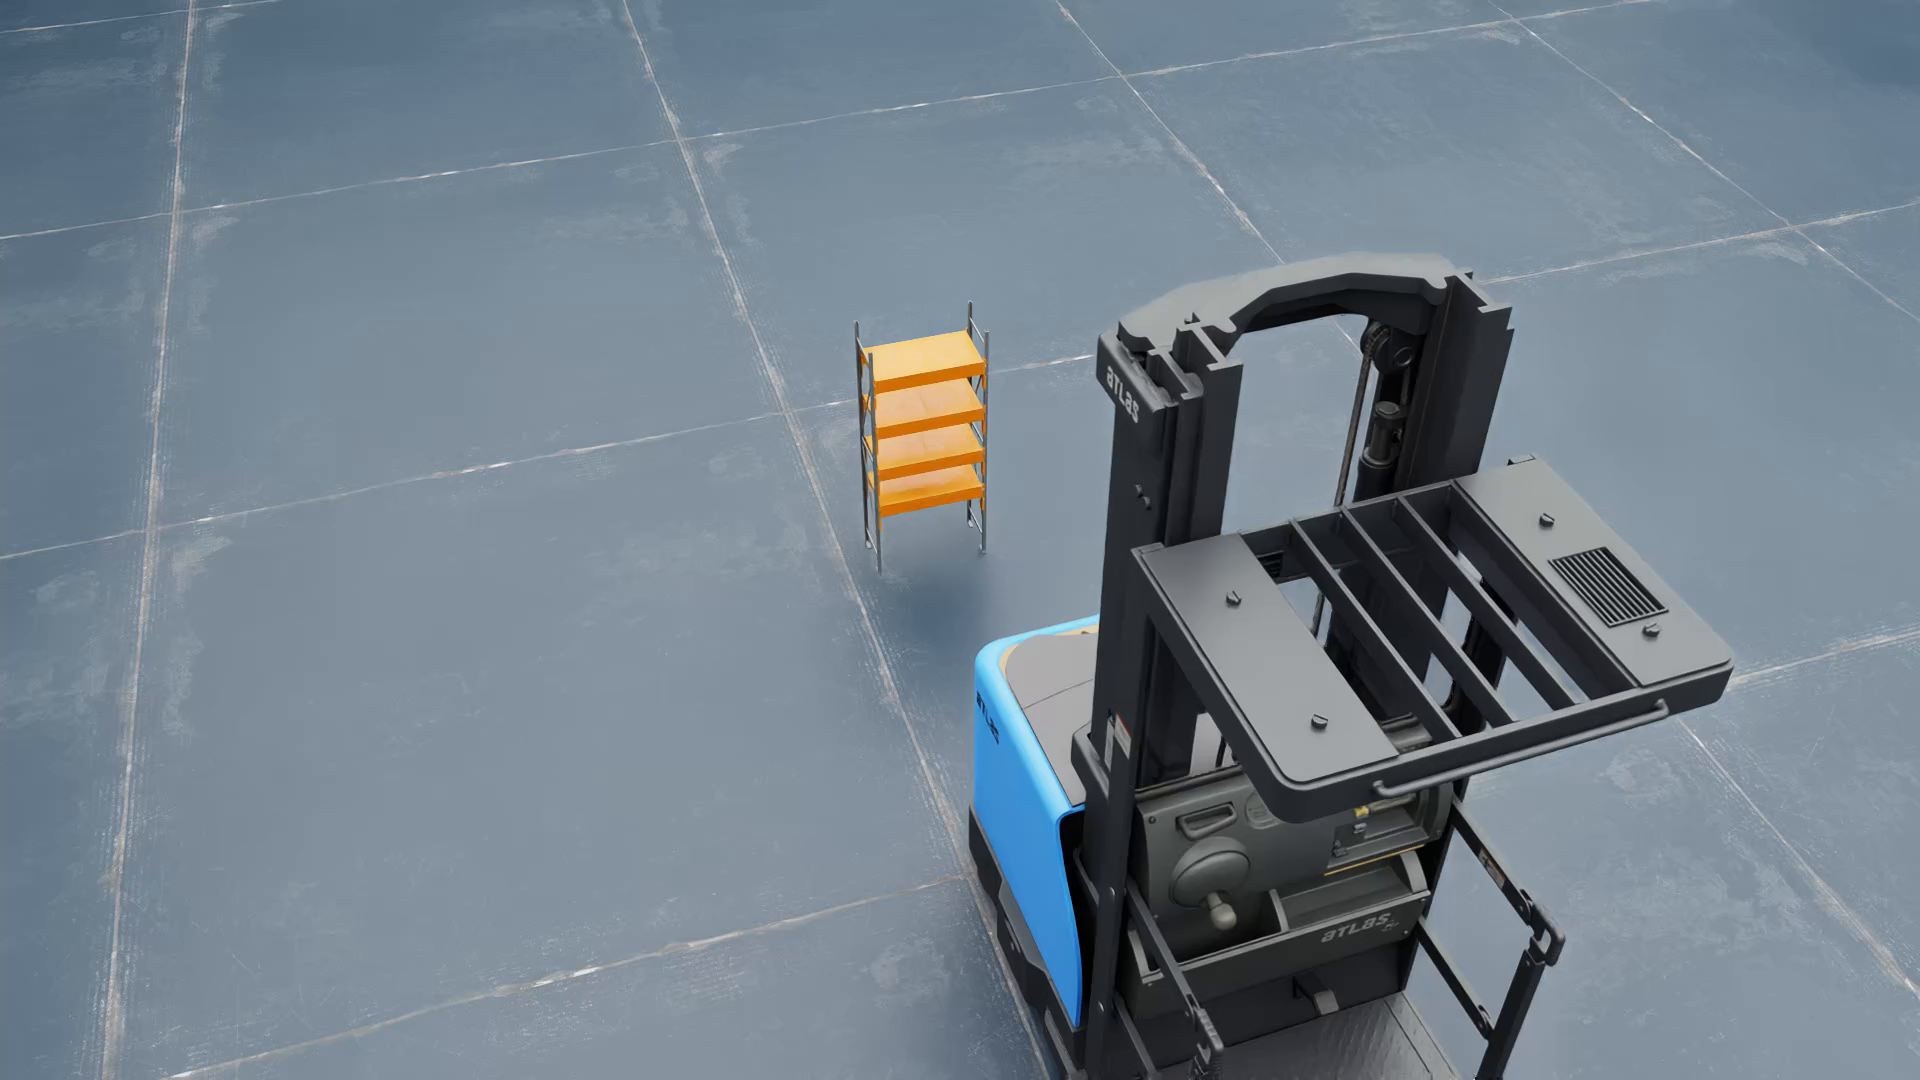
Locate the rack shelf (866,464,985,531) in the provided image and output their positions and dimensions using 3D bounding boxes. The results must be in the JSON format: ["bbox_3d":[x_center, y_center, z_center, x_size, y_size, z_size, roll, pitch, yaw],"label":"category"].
[{"bbox_3d":[-0.158,-0.219,7.342,0.480,0.148,0.258,-12,42,-13],"label":"rack shelf"}]

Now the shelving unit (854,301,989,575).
[{"bbox_3d":[-0.158,-0.419,7.167,0.503,1.200,0.258,-12,42,-13],"label":"shelving unit"}]

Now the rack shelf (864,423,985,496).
[{"bbox_3d":[-0.158,-0.368,7.212,0.480,0.148,0.258,-12,42,-13],"label":"rack shelf"}]

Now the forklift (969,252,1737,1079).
[{"bbox_3d":[1.001,0.865,4.382,1.130,2.935,3.031,-13,43,-14],"label":"forklift"}]

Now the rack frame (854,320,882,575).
[{"bbox_3d":[-0.391,-0.371,7.112,0.015,1.200,0.240,-12,42,-13],"label":"rack frame"}]

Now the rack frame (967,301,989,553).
[{"bbox_3d":[0.075,-0.467,7.223,0.015,1.200,0.240,-12,42,-13],"label":"rack frame"}]

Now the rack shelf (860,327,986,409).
[{"bbox_3d":[-0.158,-0.715,6.909,0.480,0.148,0.258,-12,42,-13],"label":"rack shelf"}]

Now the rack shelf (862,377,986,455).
[{"bbox_3d":[-0.158,-0.537,7.064,0.480,0.148,0.258,-12,42,-13],"label":"rack shelf"}]
